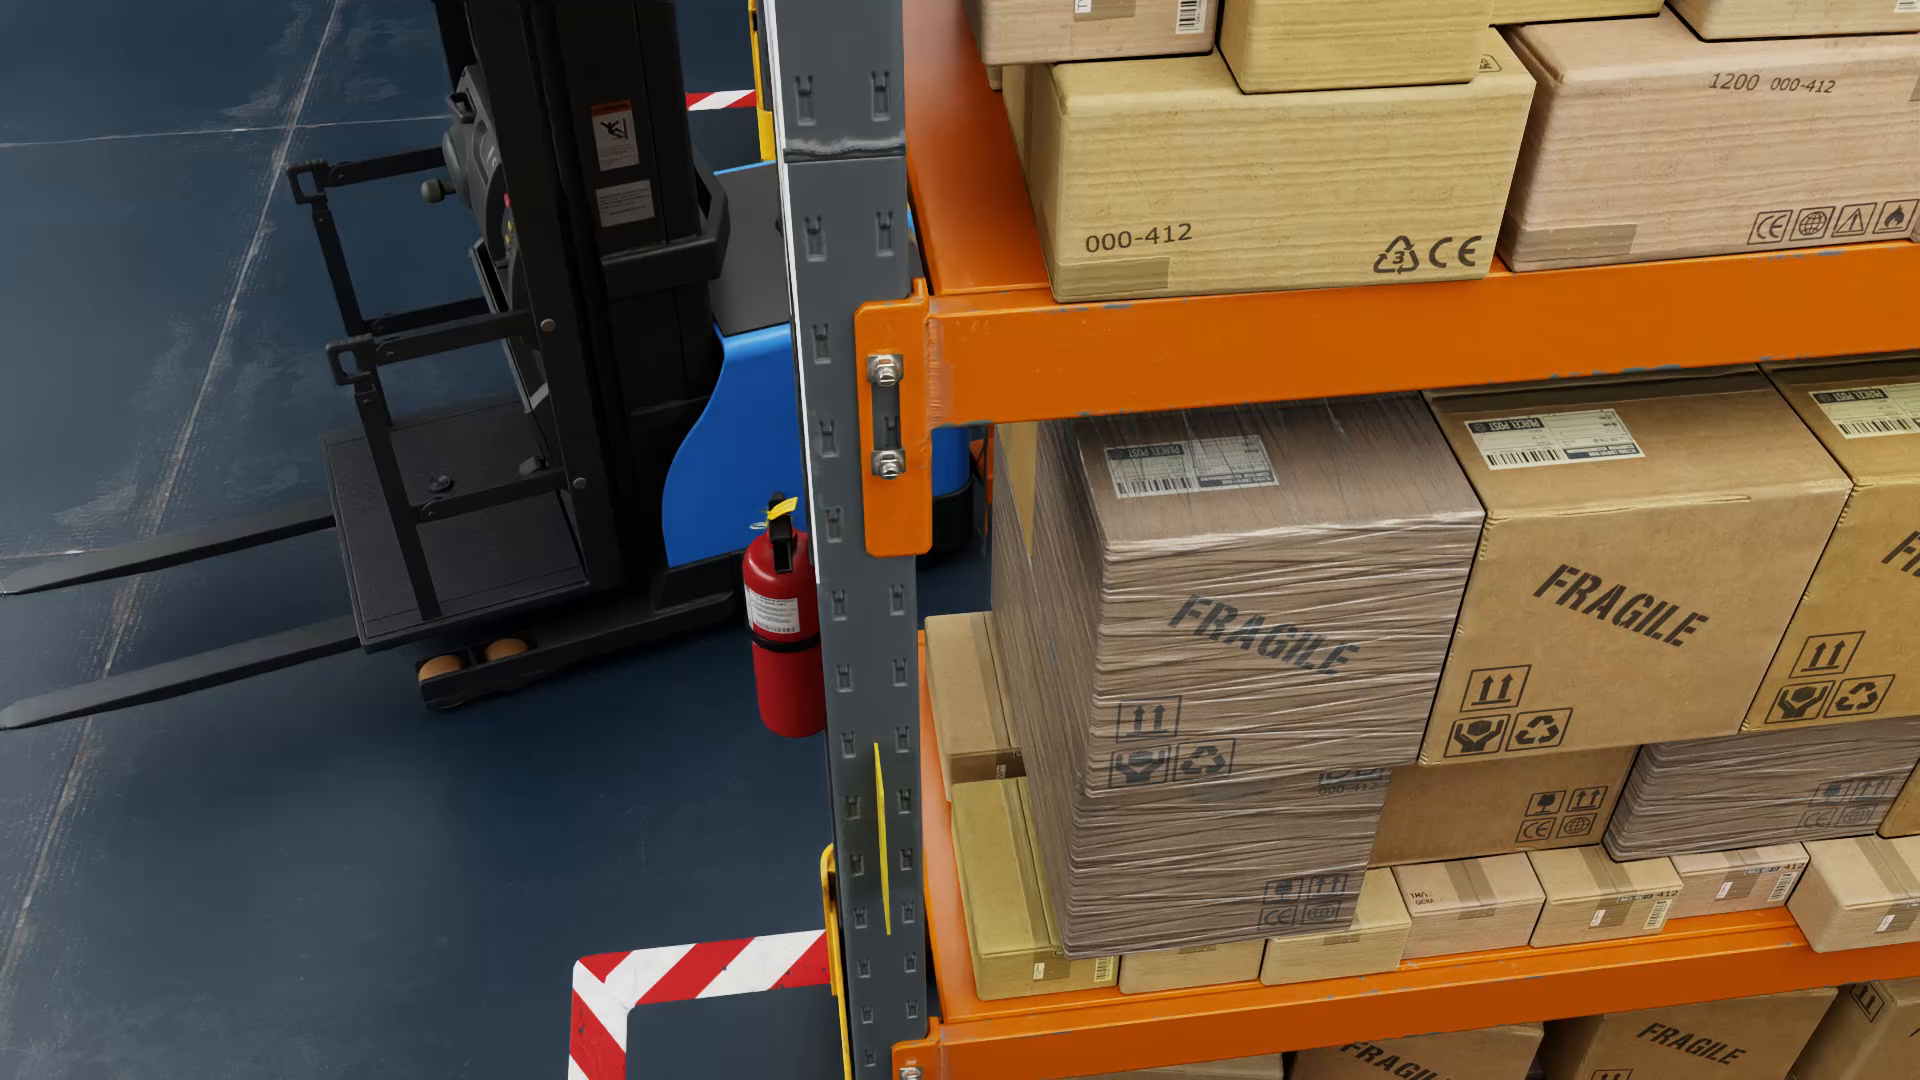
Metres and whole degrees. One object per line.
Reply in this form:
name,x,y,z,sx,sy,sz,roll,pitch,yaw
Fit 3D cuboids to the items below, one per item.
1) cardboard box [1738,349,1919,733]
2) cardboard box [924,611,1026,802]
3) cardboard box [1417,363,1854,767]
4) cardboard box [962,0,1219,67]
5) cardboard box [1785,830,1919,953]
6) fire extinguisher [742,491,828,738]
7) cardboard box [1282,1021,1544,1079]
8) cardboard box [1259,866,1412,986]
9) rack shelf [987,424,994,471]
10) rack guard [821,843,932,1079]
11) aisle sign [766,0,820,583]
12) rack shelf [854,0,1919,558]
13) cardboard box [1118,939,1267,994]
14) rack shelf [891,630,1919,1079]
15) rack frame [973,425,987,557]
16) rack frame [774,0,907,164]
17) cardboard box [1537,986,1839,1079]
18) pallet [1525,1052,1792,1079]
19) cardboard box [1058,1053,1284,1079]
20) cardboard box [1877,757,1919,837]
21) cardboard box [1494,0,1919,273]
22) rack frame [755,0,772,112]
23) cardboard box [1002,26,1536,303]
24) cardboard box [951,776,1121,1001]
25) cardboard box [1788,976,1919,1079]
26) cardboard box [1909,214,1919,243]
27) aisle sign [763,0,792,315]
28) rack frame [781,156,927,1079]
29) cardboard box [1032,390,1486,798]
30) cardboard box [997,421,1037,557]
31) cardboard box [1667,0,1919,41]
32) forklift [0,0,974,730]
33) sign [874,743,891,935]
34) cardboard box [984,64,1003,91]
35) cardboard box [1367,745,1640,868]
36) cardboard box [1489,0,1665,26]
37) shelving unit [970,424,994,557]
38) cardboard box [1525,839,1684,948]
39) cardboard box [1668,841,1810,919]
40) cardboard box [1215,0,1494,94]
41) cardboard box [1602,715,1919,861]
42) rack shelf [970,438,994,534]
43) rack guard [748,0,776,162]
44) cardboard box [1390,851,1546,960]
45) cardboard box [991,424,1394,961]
cardboard box,1.391,-0.076,2.552,0.500,0.500,0.500,-5,42,-6
cardboard box,0.074,0.324,3.339,0.250,0.149,0.380,-5,42,-6
cardboard box,0.896,-0.032,2.503,0.500,0.500,0.500,-5,42,-6
cardboard box,0.121,-0.684,1.844,0.250,0.149,0.380,-5,42,-6
cardboard box,1.632,0.553,3.085,0.250,0.149,0.380,-5,42,-6
fire extinguisher,-0.355,0.125,3.430,0.183,0.674,0.296,-5,42,-6
cardboard box,1.028,1.047,3.903,0.500,0.500,0.500,5,42,6
cardboard box,0.632,0.598,3.035,0.250,0.149,0.380,-5,42,-6
rack shelf,0.163,-0.415,5.442,0.240,0.259,0.215,-15,44,-16
rack guard,-0.107,1.314,3.920,0.348,0.500,1.175,-5,42,-6
aisle sign,-0.204,-0.368,1.978,0.004,0.787,0.394,-5,42,-6
rack shelf,1.801,-0.628,2.504,4.000,0.370,1.077,-5,42,-6
cardboard box,0.382,0.610,3.022,0.250,0.149,0.380,-5,42,-6
rack shelf,1.801,0.486,3.509,4.000,0.370,1.077,-5,42,-6
rack frame,0.049,-0.393,5.402,0.008,1.050,0.200,-15,44,-16
rack frame,-0.182,-1.835,1.066,0.127,3.000,1.000,-5,42,-6
cardboard box,1.651,1.005,3.949,0.500,0.500,0.500,-1,42,-2
pallet,1.911,1.270,4.184,1.213,0.211,1.003,-5,42,-6
cardboard box,0.439,1.121,3.820,0.500,0.500,0.500,2,42,2
cardboard box,1.846,0.042,3.168,0.500,0.500,0.875,-5,42,-6
cardboard box,0.840,-0.585,2.031,0.500,0.250,0.500,-6,42,-6
rack frame,-0.824,-2.897,6.722,0.127,3.000,1.000,-5,42,-6
cardboard box,0.329,-0.536,1.977,0.500,0.250,0.500,-4,42,-4
cardboard box,0.132,0.619,3.012,0.250,0.149,0.380,-5,42,-6
cardboard box,2.210,0.986,3.970,0.500,0.500,0.500,-9,43,-9
cardboard box,1.332,-0.625,2.076,0.500,0.250,0.500,-5,42,-6
aisle sign,-0.282,-0.767,2.420,0.004,0.787,0.394,-5,42,-6
rack frame,-0.182,0.392,3.076,0.127,3.000,1.000,-5,42,-6
cardboard box,0.399,0.007,2.460,0.500,0.500,0.500,-5,42,-6
cardboard box,0.331,-0.338,2.842,0.500,0.500,0.500,-5,42,-6
cardboard box,0.905,-0.723,1.886,0.250,0.149,0.380,-3,42,-4
forklift,-1.521,-0.970,4.637,3.031,2.935,1.130,-15,44,-16
sign,-0.111,0.431,2.386,0.005,0.325,0.100,-5,42,-6
cardboard box,0.263,-0.876,2.355,0.500,0.250,0.500,-4,42,-5
cardboard box,0.847,0.092,3.112,0.500,0.500,0.875,-5,42,-6
cardboard box,0.625,-0.746,1.913,0.250,0.149,0.380,-6,42,-6
shelving unit,0.163,-0.423,5.435,0.252,1.050,0.215,-15,44,-16
cardboard box,1.126,0.546,3.093,0.250,0.149,0.380,-5,42,-6
cardboard box,1.370,0.506,3.137,0.250,0.149,0.380,-5,42,-6
cardboard box,0.391,-0.643,1.798,0.250,0.149,0.380,-4,42,-5
cardboard box,1.349,0.077,3.128,0.500,0.500,0.875,-5,42,-6
rack shelf,0.163,-0.208,5.628,0.240,0.259,0.215,-15,44,-16
rack guard,-0.755,-2.007,7.602,0.348,0.500,1.175,-5,42,-6
cardboard box,0.877,0.563,3.074,0.250,0.149,0.380,-5,42,-6
cardboard box,0.367,0.215,2.975,0.500,0.500,0.875,-5,42,-6
